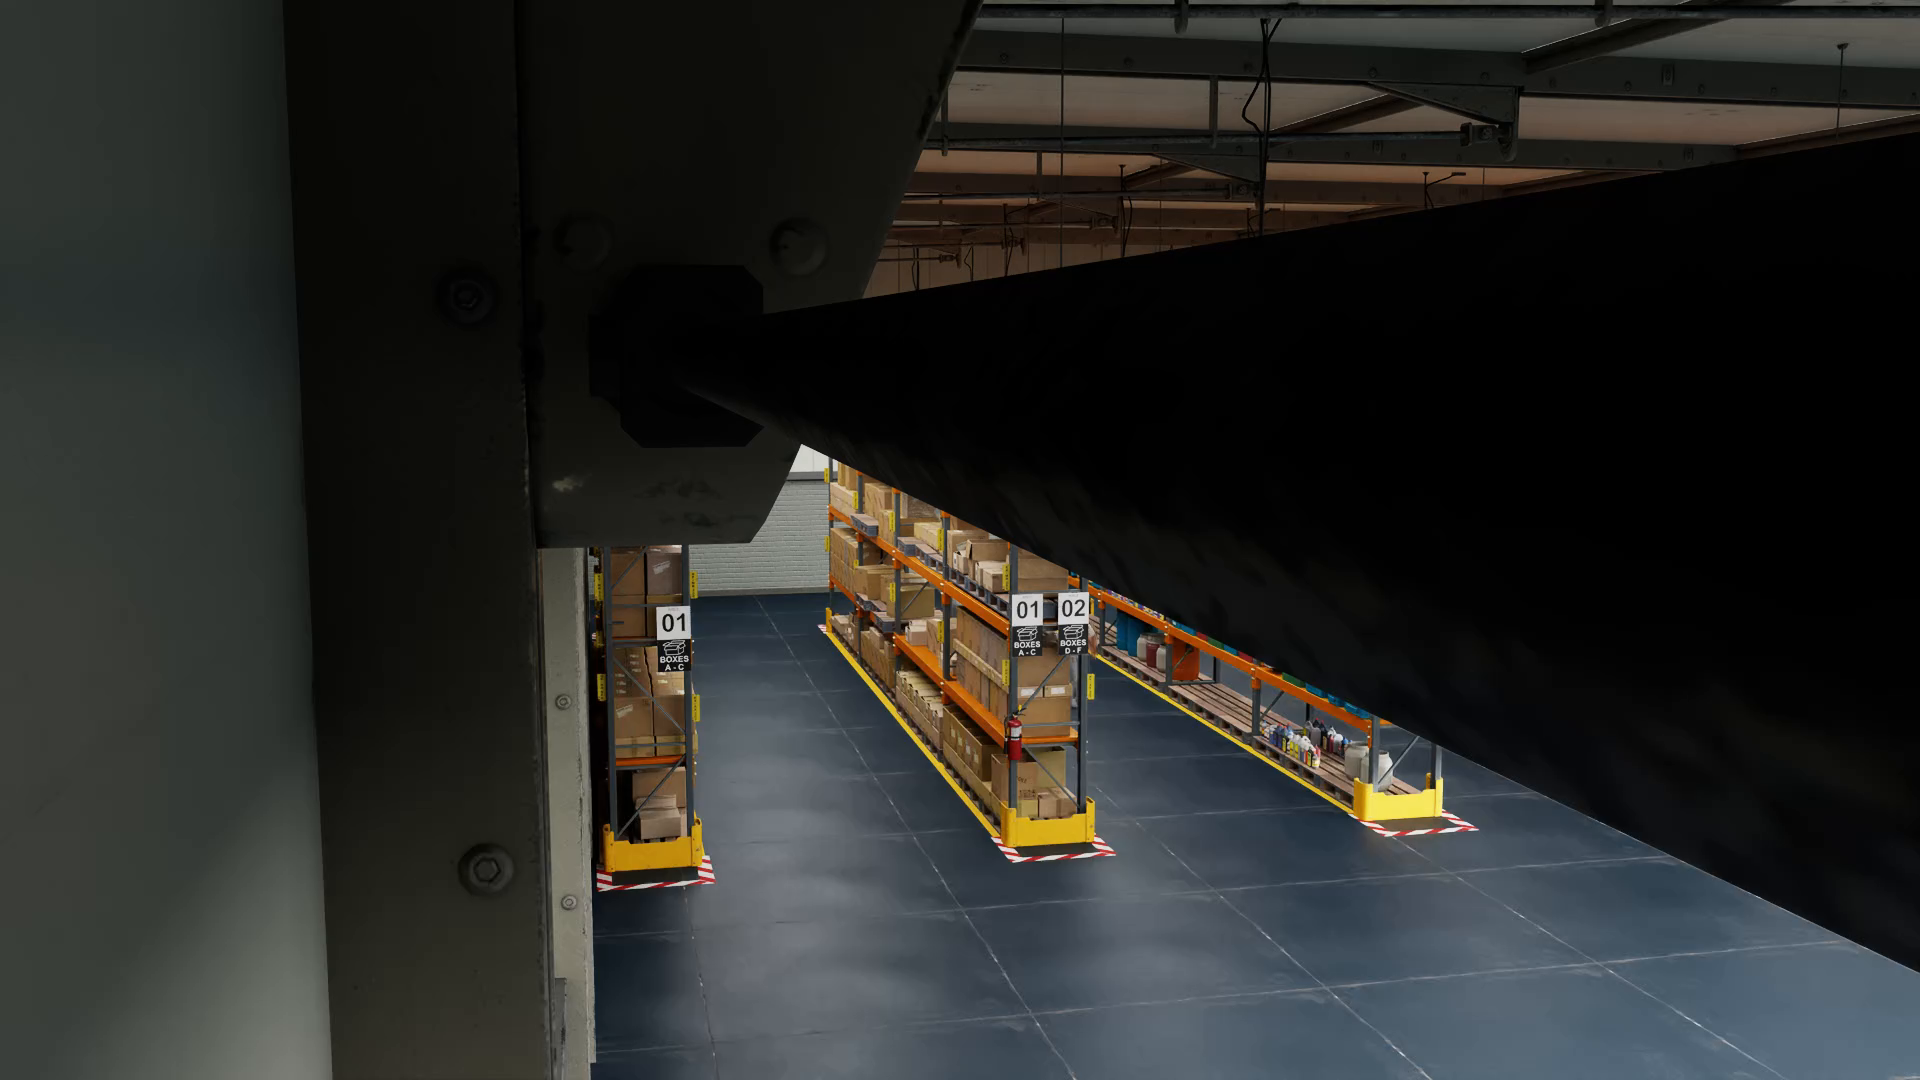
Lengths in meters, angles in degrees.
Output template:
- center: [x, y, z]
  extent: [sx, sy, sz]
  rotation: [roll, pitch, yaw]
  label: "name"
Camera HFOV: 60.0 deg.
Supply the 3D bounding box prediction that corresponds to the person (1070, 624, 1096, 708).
- center: [2.039, 2.034, 28.795]
  extent: [0.722, 1.729, 0.649]
  rotation: [-2, 7, -13]
  label: "person"
